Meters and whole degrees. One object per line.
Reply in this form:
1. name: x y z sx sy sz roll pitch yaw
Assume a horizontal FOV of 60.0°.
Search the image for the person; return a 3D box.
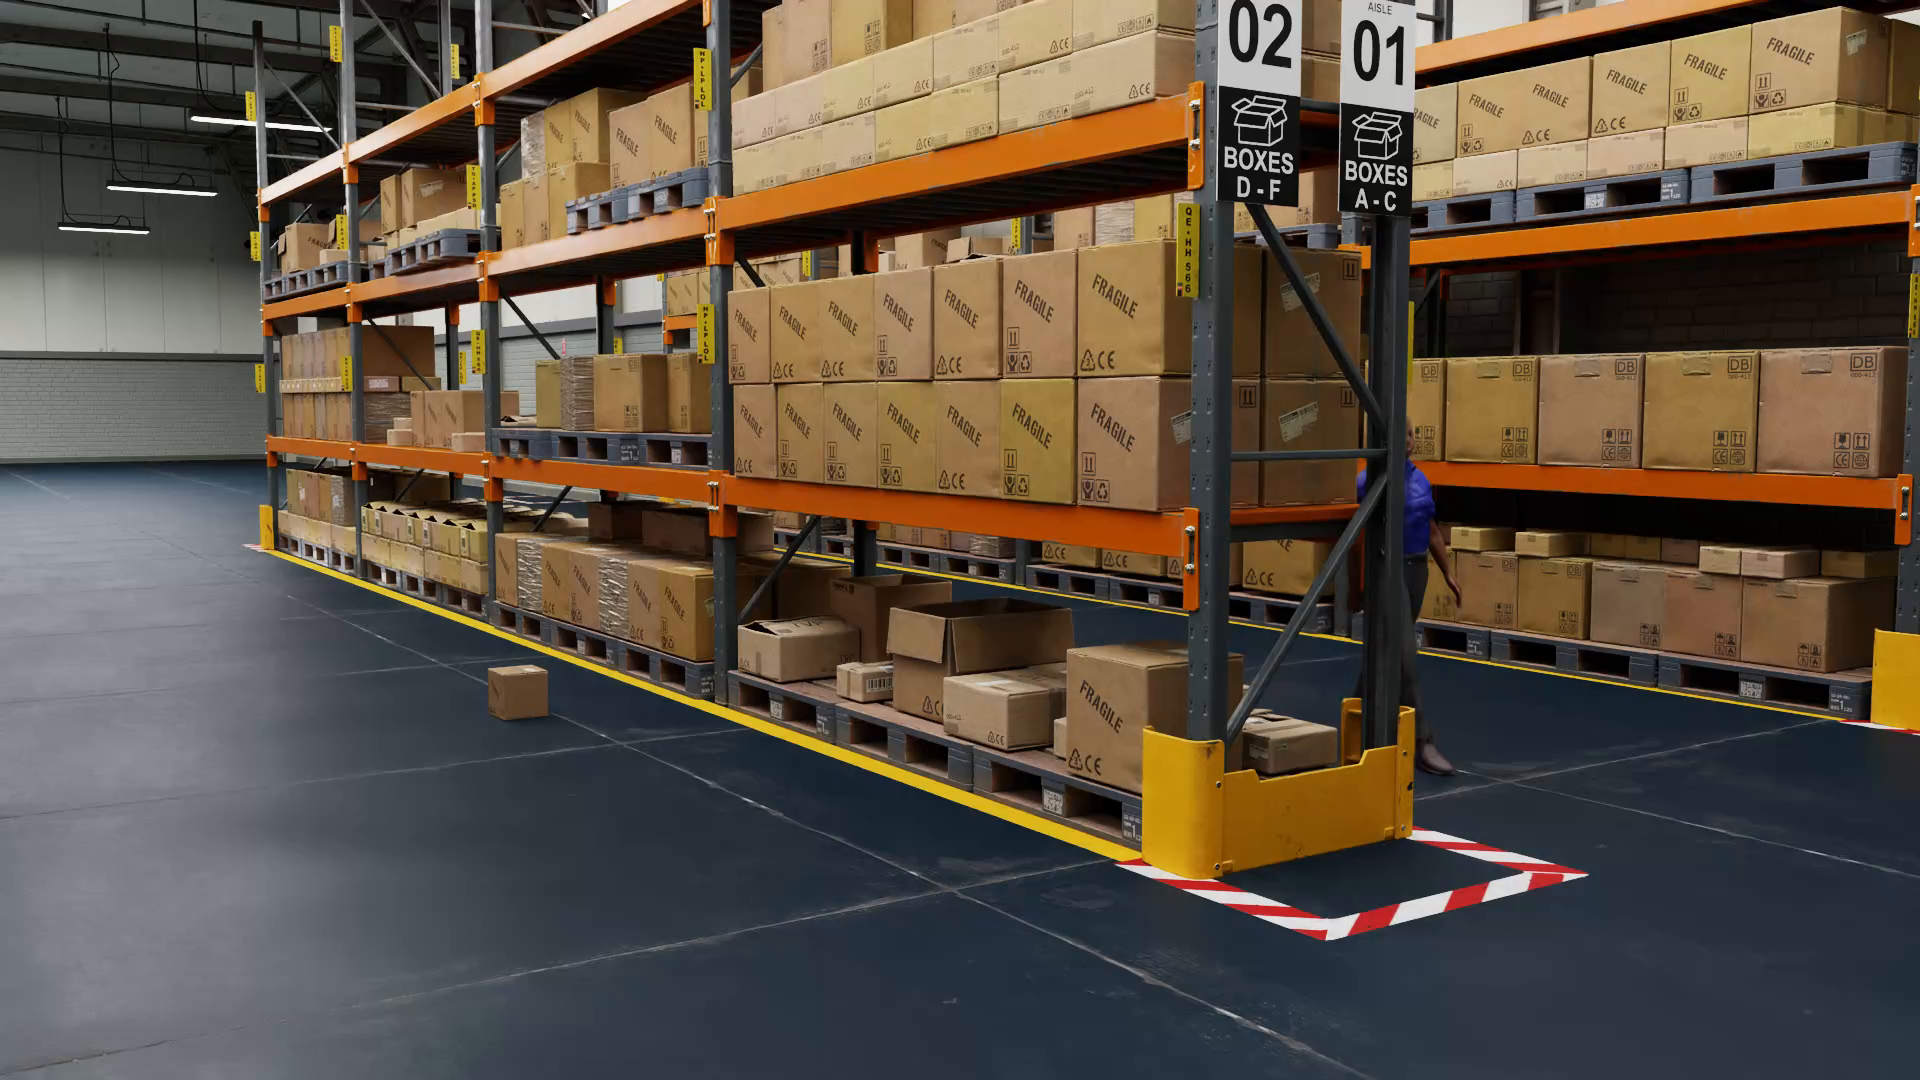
1. person: 2.123 0.163 8.011 0.446 1.550 0.678 -3 6 -32
